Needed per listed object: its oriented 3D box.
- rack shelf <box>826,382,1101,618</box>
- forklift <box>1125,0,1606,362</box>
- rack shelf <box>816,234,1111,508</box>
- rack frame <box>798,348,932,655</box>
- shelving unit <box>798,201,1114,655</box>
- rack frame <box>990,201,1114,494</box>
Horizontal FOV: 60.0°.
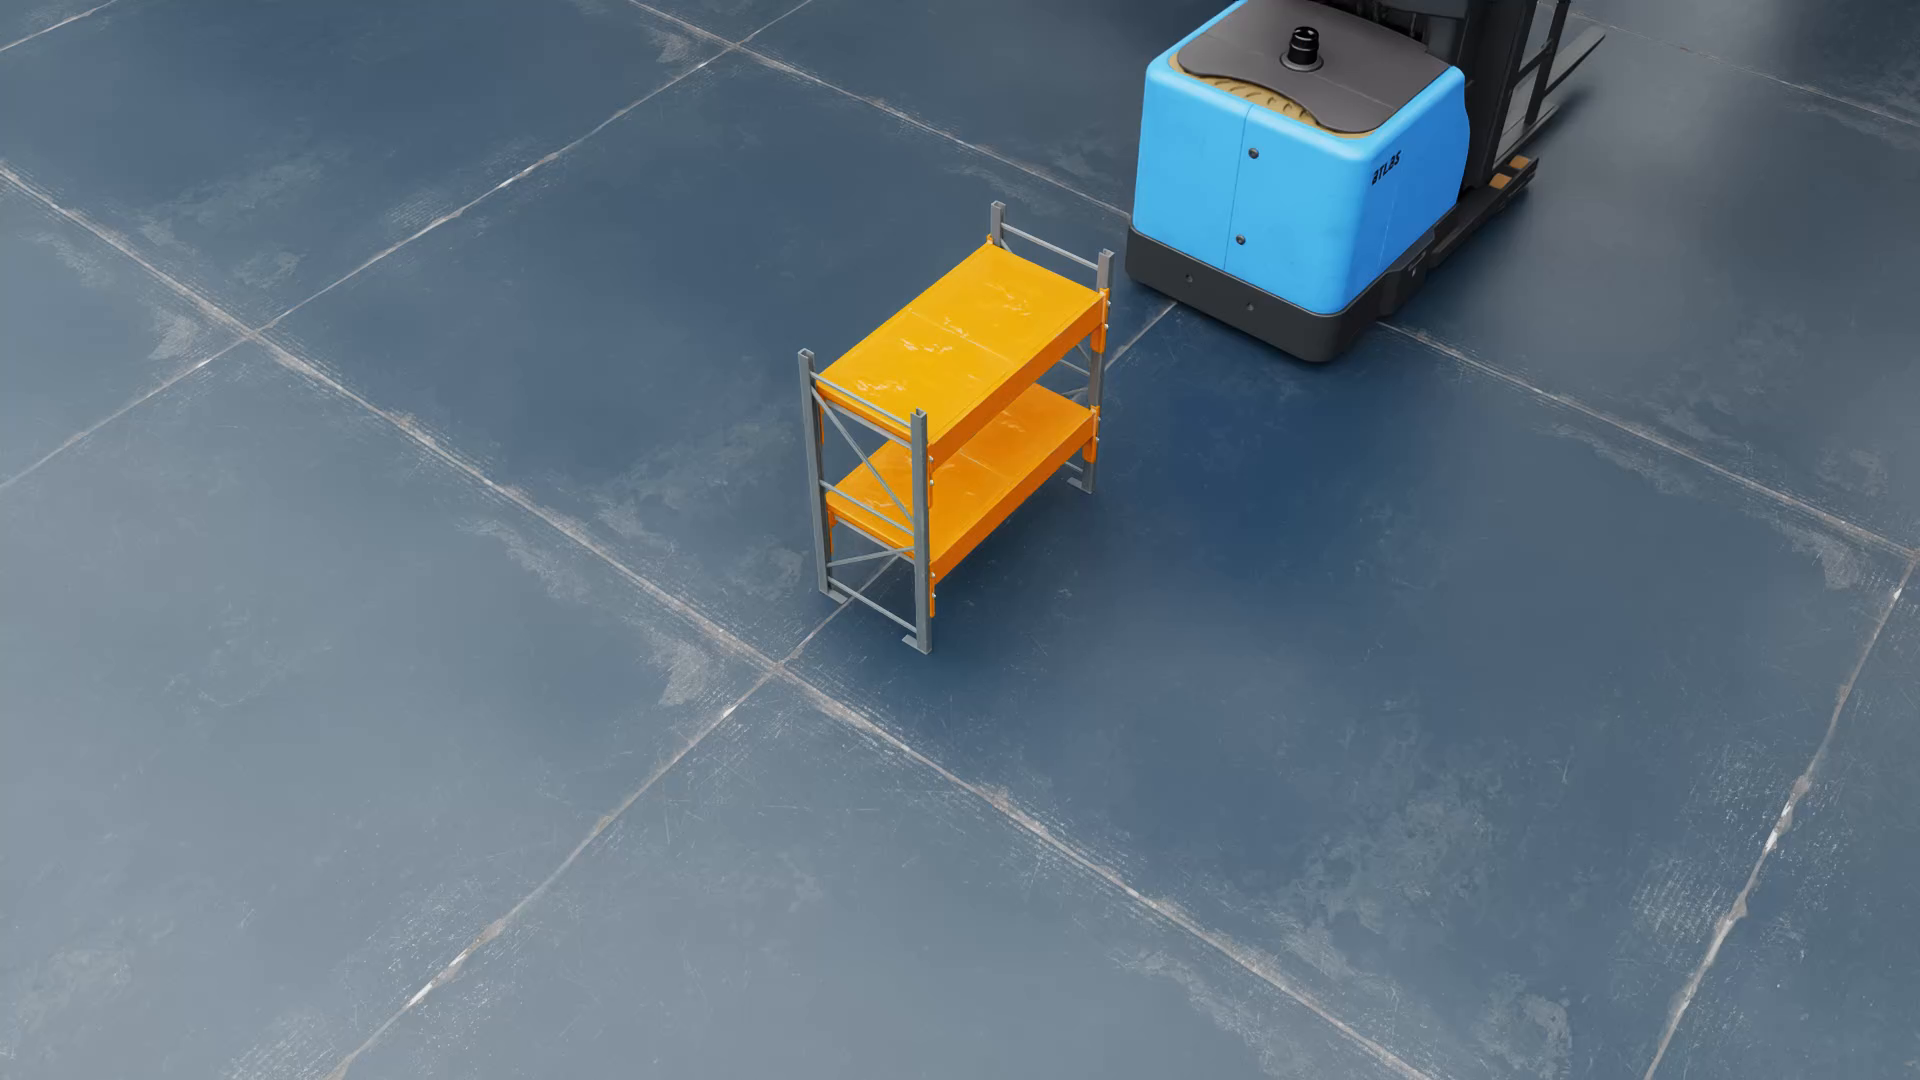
[{"bbox_3d":[0.004,-0.224,6.024,0.538,0.278,1.000,29,53,25],"label":"rack shelf"},{"bbox_3d":[2.048,-2.748,6.848,1.130,2.935,3.031,31,54,26],"label":"forklift"},{"bbox_3d":[0.004,-0.595,5.635,0.538,0.278,1.000,29,53,25],"label":"rack shelf"},{"bbox_3d":[-0.307,-0.102,5.569,0.500,1.125,0.032,29,53,25],"label":"rack frame"},{"bbox_3d":[0.004,-0.392,5.847,0.538,1.125,1.048,29,53,25],"label":"shelving unit"},{"bbox_3d":[0.315,-0.683,6.125,0.500,1.125,0.032,29,53,25],"label":"rack frame"}]
